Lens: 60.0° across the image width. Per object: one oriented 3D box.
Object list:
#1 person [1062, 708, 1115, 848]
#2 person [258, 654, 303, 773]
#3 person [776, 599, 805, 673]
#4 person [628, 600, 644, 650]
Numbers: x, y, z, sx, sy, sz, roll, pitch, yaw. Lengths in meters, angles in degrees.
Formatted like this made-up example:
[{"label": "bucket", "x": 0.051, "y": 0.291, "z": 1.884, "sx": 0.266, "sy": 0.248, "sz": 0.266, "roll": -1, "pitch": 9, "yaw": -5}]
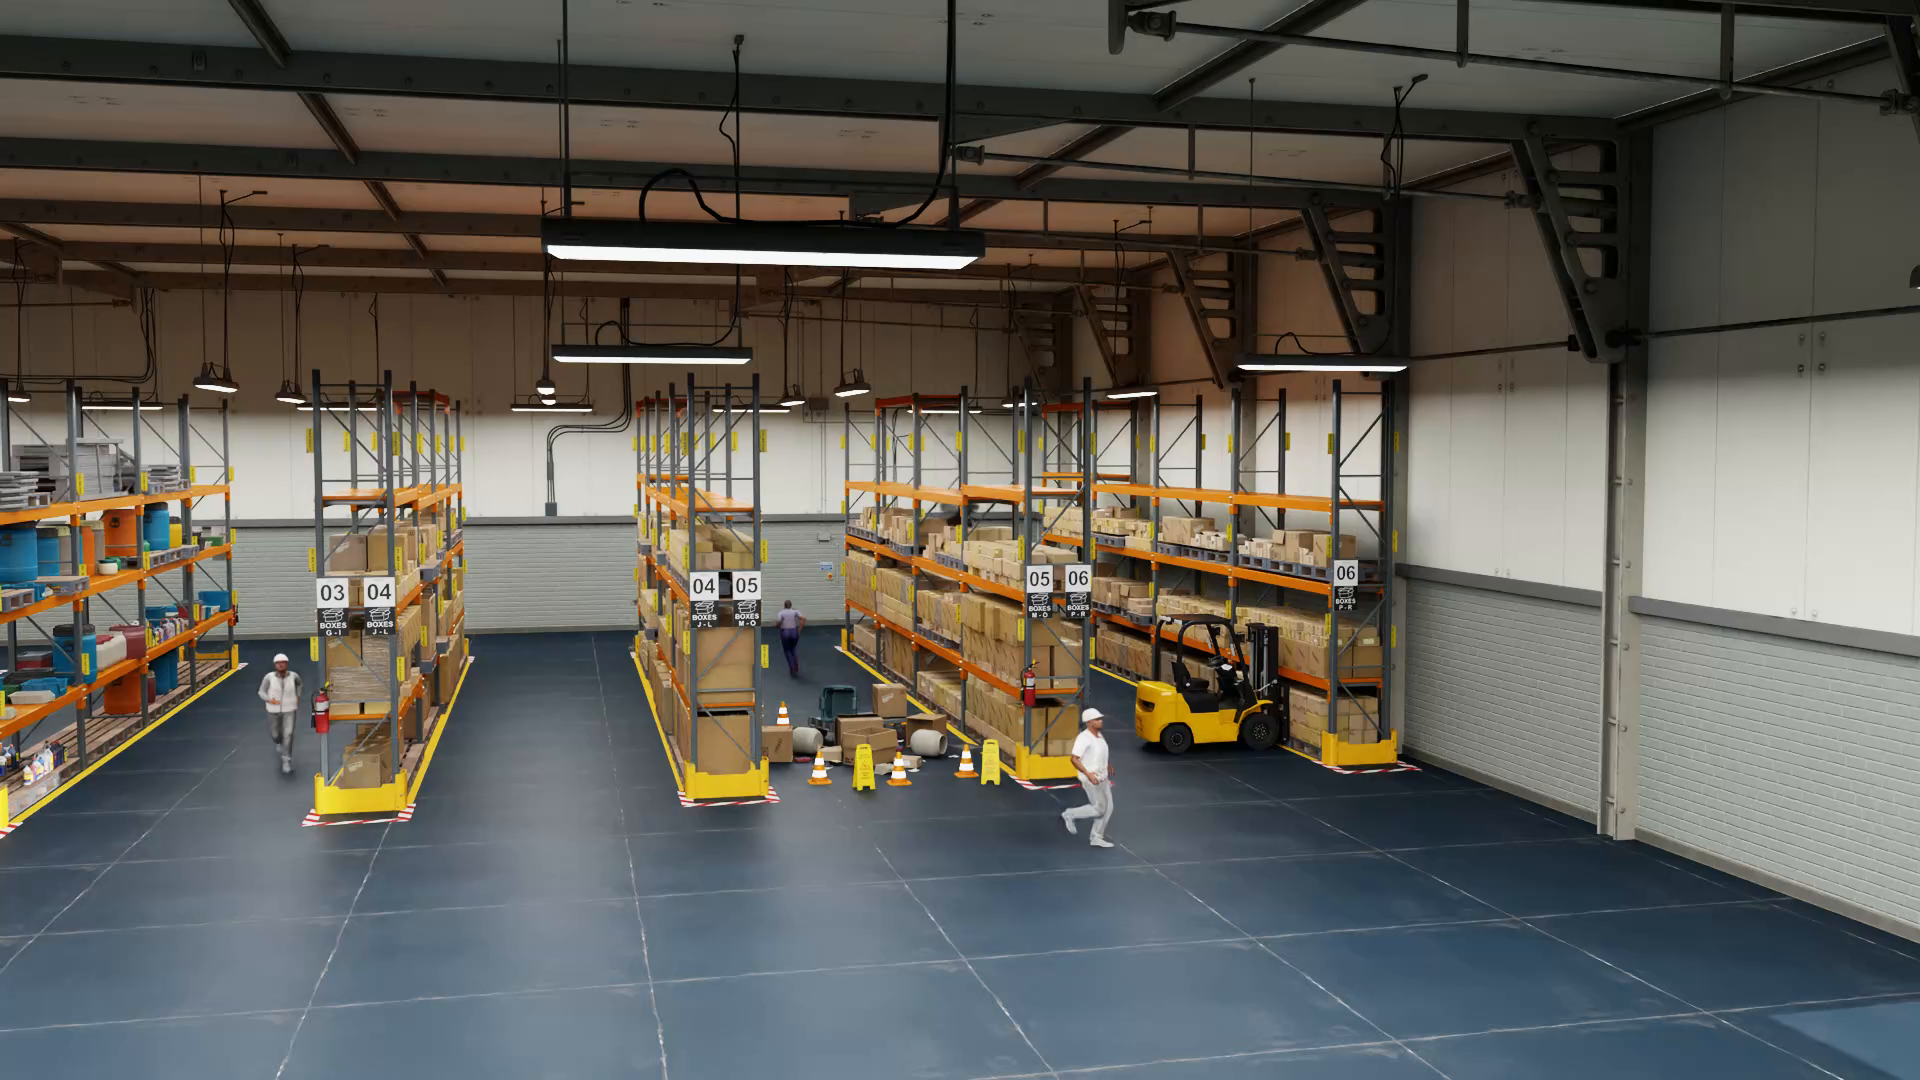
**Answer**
[{"label": "person", "x": 1.618, "y": 2.951, "z": 20.699, "sx": 0.654, "sy": 1.725, "sz": 0.705, "roll": 2, "pitch": 4, "yaw": 29}, {"label": "person", "x": -10.513, "y": 2.644, "z": 25.746, "sx": 0.624, "sy": 1.778, "sz": 1.127, "roll": -1, "pitch": 3, "yaw": -18}, {"label": "person", "x": -3.714, "y": 2.098, "z": 36.222, "sx": 0.595, "sy": 1.613, "sz": 0.679, "roll": -1, "pitch": 4, "yaw": -23}, {"label": "person", "x": -7.628, "y": 1.781, "z": 40.357, "sx": 0.990, "sy": 1.750, "sz": 0.712, "roll": -3, "pitch": 4, "yaw": -38}]
